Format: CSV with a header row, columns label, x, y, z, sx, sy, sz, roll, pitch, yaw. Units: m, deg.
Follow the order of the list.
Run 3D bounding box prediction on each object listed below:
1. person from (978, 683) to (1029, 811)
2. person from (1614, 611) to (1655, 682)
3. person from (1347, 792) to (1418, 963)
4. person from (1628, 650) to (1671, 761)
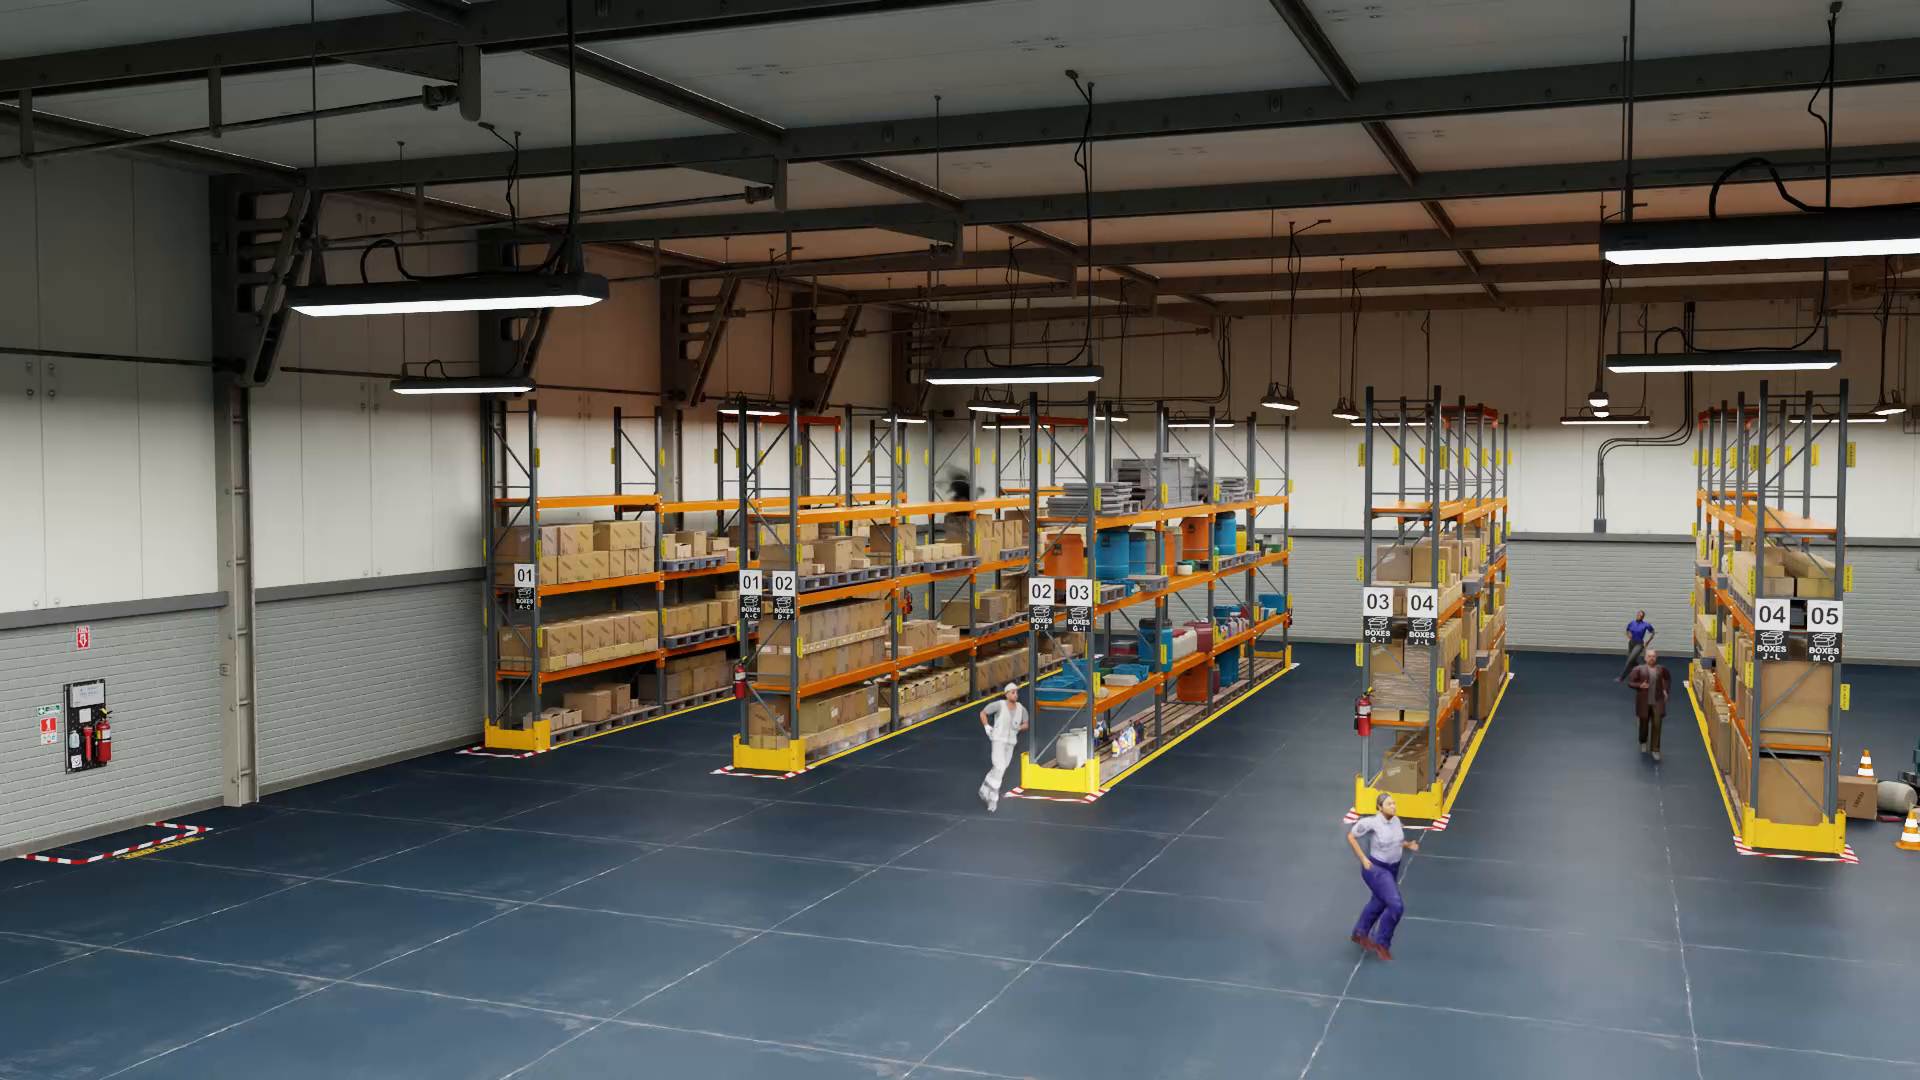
label,x,y,z,sx,sy,sz,roll,pitch,yaw
person,0.618,2.961,23.943,0.714,1.827,0.697,-1,3,-28
person,15.129,2.366,37.172,0.960,1.609,0.686,-2,4,-37
person,4.257,3.379,16.704,0.572,1.707,0.714,-3,4,-43
person,11.459,2.712,27.605,0.706,1.770,0.953,1,3,15
